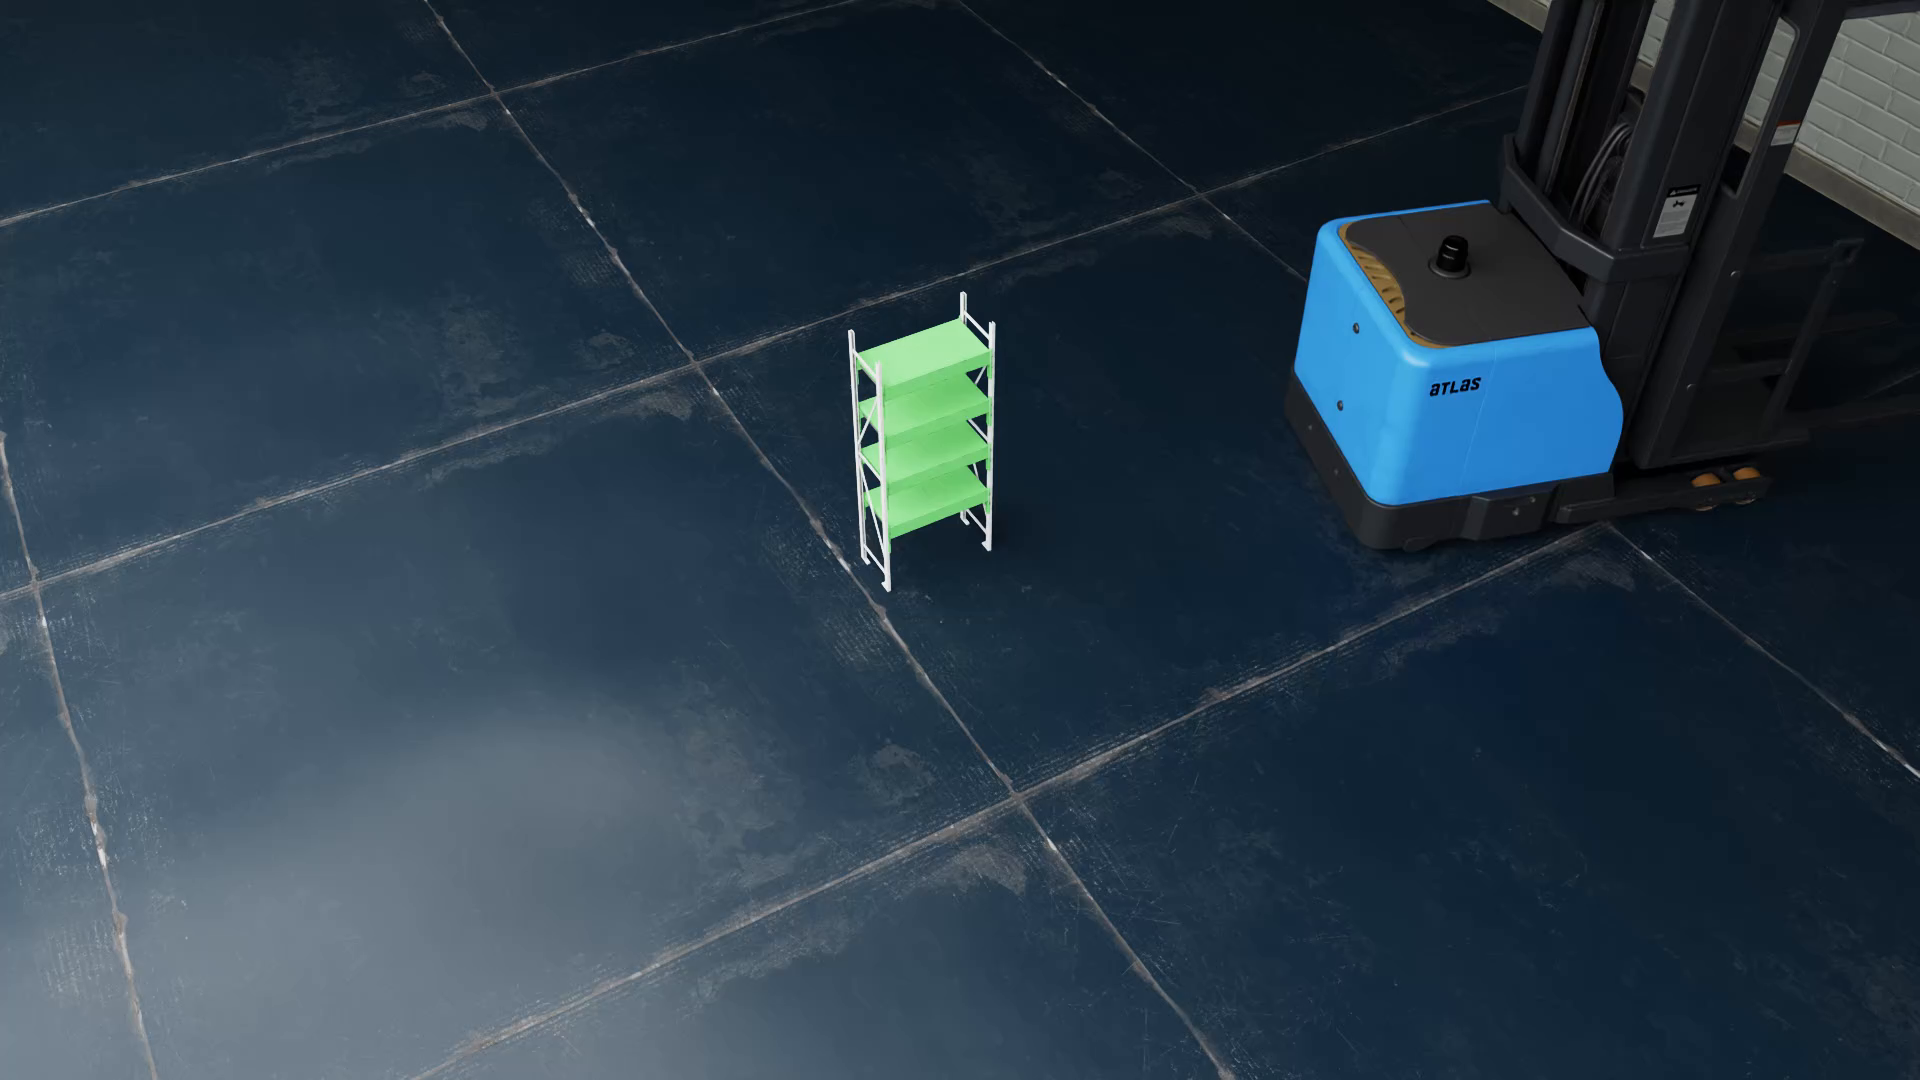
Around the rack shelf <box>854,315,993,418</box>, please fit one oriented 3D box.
[{"bbox_3d":[-0.144,-0.672,6.413,0.480,0.148,0.258,-22,48,-21],"label":"rack shelf"}]

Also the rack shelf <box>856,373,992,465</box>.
[{"bbox_3d":[-0.144,-0.500,6.580,0.480,0.148,0.258,-22,48,-21],"label":"rack shelf"}]

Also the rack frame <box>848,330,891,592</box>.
[{"bbox_3d":[-0.355,-0.288,6.615,0.015,1.200,0.240,-22,48,-21],"label":"rack frame"}]

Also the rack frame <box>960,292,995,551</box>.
[{"bbox_3d":[0.068,-0.458,6.790,0.015,1.200,0.240,-22,48,-21],"label":"rack frame"}]

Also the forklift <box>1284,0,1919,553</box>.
[{"bbox_3d":[3.071,-1.532,6.653,3.031,2.935,1.130,-9,45,-9],"label":"forklift"}]

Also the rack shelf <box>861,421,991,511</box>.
[{"bbox_3d":[-0.144,-0.327,6.747,0.480,0.148,0.258,-22,48,-21],"label":"rack shelf"}]

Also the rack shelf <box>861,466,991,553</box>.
[{"bbox_3d":[-0.144,-0.155,6.914,0.480,0.148,0.258,-22,48,-21],"label":"rack shelf"}]

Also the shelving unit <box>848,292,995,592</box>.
[{"bbox_3d":[-0.144,-0.373,6.702,0.503,1.200,0.258,-22,48,-21],"label":"shelving unit"}]
